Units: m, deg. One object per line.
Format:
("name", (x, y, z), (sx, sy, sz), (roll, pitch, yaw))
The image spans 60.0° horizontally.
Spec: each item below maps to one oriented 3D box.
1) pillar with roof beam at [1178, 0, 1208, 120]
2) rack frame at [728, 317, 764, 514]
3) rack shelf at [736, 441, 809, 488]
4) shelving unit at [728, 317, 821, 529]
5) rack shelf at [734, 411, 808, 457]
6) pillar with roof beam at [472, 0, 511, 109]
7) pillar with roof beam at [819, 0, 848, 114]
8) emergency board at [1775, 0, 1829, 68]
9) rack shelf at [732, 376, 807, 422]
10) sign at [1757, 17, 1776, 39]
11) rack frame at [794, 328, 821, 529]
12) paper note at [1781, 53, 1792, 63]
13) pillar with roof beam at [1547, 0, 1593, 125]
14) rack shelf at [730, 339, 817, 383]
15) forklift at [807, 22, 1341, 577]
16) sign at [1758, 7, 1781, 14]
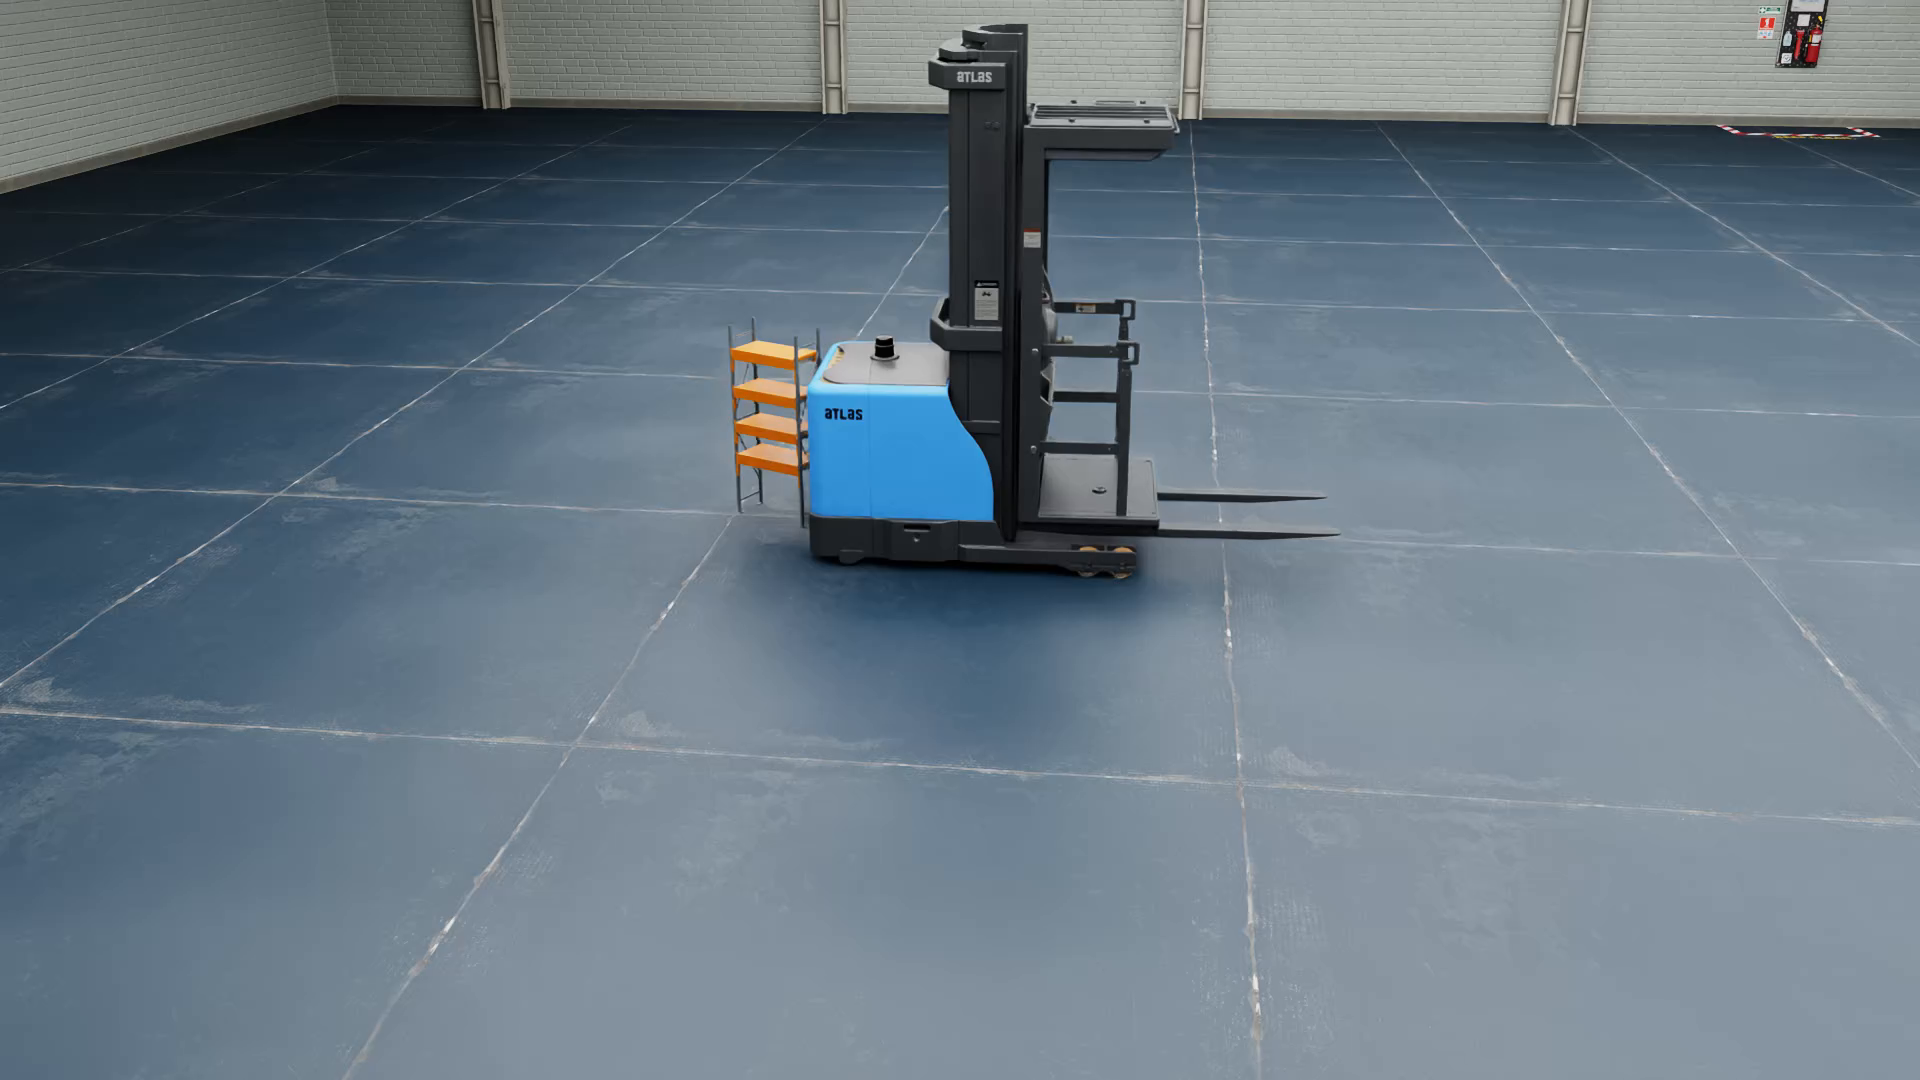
("pillar with roof beam", (3.328, -9.647, 22.101), (0.400, 9.000, 9.100), (2, 22, 6))
("rack frame", (-1.314, -0.758, 10.224), (0.015, 1.200, 0.240), (13, 25, 29))
("rack shelf", (-1.107, -0.463, 10.202), (0.480, 0.148, 0.258), (13, 25, 29))
("shelving unit", (-1.107, -0.710, 10.105), (0.503, 1.200, 0.258), (13, 25, 29))
("rack shelf", (-1.107, -0.648, 10.129), (0.480, 0.148, 0.258), (13, 25, 29))
("pillar with roof beam", (-8.589, -10.166, 23.414), (0.400, 9.000, 9.100), (2, 22, 6))
("pillar with roof beam", (-2.631, -9.906, 22.757), (0.400, 9.000, 9.100), (2, 22, 6))
("emergency board", (13.301, -8.030, 26.172), (0.643, 1.169, 0.194), (2, 22, 6))
("rack shelf", (-1.107, -0.856, 10.047), (0.480, 0.148, 0.258), (13, 25, 29))
("sign", (12.764, -8.108, 26.321), (0.234, 0.329, 0.001), (2, 22, 6))
("rack frame", (-0.899, -0.663, 9.985), (0.015, 1.200, 0.240), (13, 25, 29))
("paper note", (13.134, -7.653, 26.417), (0.142, 0.148, 0.016), (2, 22, 6))
("pillar with roof beam", (9.286, -9.387, 21.444), (0.400, 9.000, 9.100), (2, 22, 6))
("rack shelf", (-1.107, -1.076, 9.960), (0.480, 0.148, 0.258), (13, 25, 29))
("forklift", (0.677, -1.356, 9.382), (3.031, 2.935, 1.130), (2, 22, 4))
("sign", (12.768, -8.351, 26.215), (0.331, 0.109, 0.001), (2, 22, 6))
